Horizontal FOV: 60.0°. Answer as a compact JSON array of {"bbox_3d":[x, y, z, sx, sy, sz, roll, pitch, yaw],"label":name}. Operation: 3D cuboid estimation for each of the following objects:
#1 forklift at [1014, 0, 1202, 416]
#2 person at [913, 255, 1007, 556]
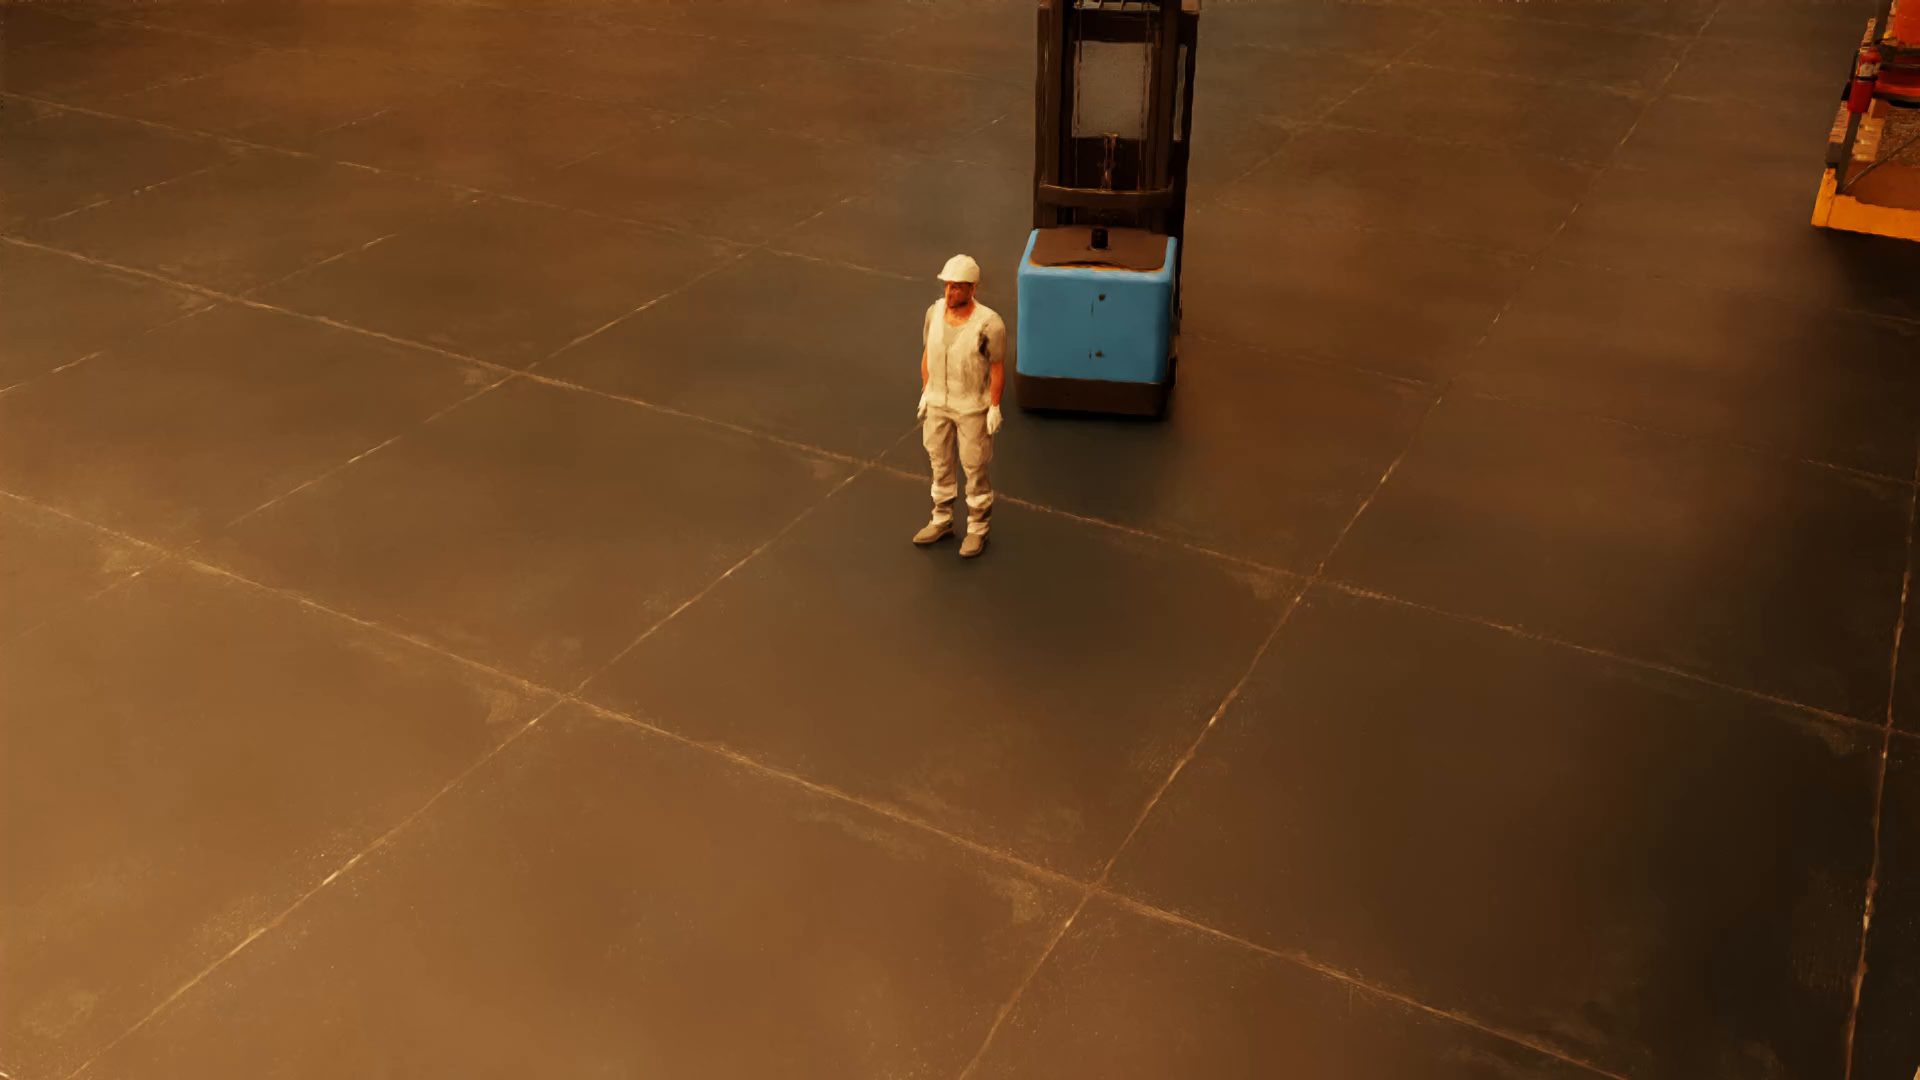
[{"bbox_3d":[1.111,-2.835,11.982,1.130,2.935,3.031,4,30,8],"label":"forklift"},{"bbox_3d":[-0.009,-0.766,9.539,0.540,1.795,0.349,15,33,25],"label":"person"}]
